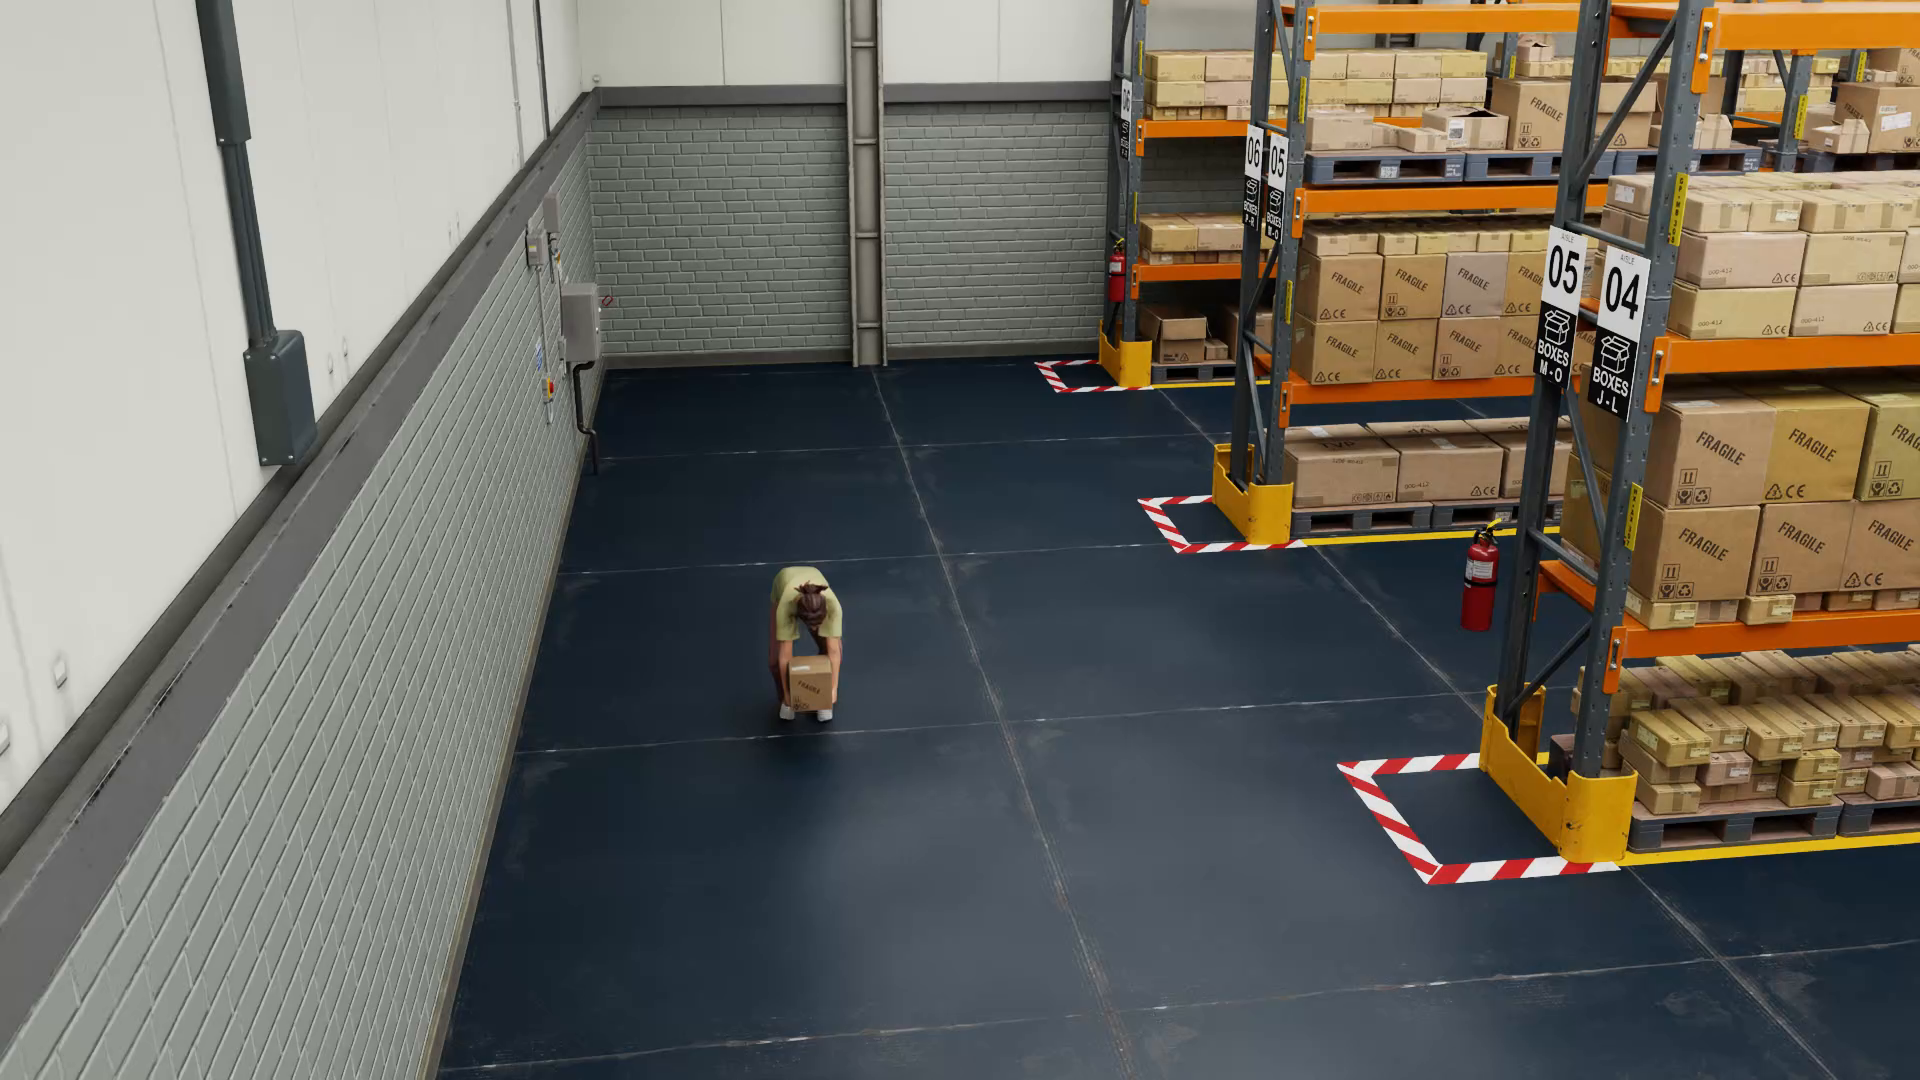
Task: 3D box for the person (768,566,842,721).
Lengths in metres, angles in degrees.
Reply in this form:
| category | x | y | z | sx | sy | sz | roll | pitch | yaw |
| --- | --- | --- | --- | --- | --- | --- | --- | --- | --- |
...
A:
| category | x | y | z | sx | sy | sz | roll | pitch | yaw |
| --- | --- | --- | --- | --- | --- | --- | --- | --- | --- |
| person | -0.948 | 0.659 | 10.213 | 0.455 | 1.031 | 0.868 | -4 | 20 | -10 |
